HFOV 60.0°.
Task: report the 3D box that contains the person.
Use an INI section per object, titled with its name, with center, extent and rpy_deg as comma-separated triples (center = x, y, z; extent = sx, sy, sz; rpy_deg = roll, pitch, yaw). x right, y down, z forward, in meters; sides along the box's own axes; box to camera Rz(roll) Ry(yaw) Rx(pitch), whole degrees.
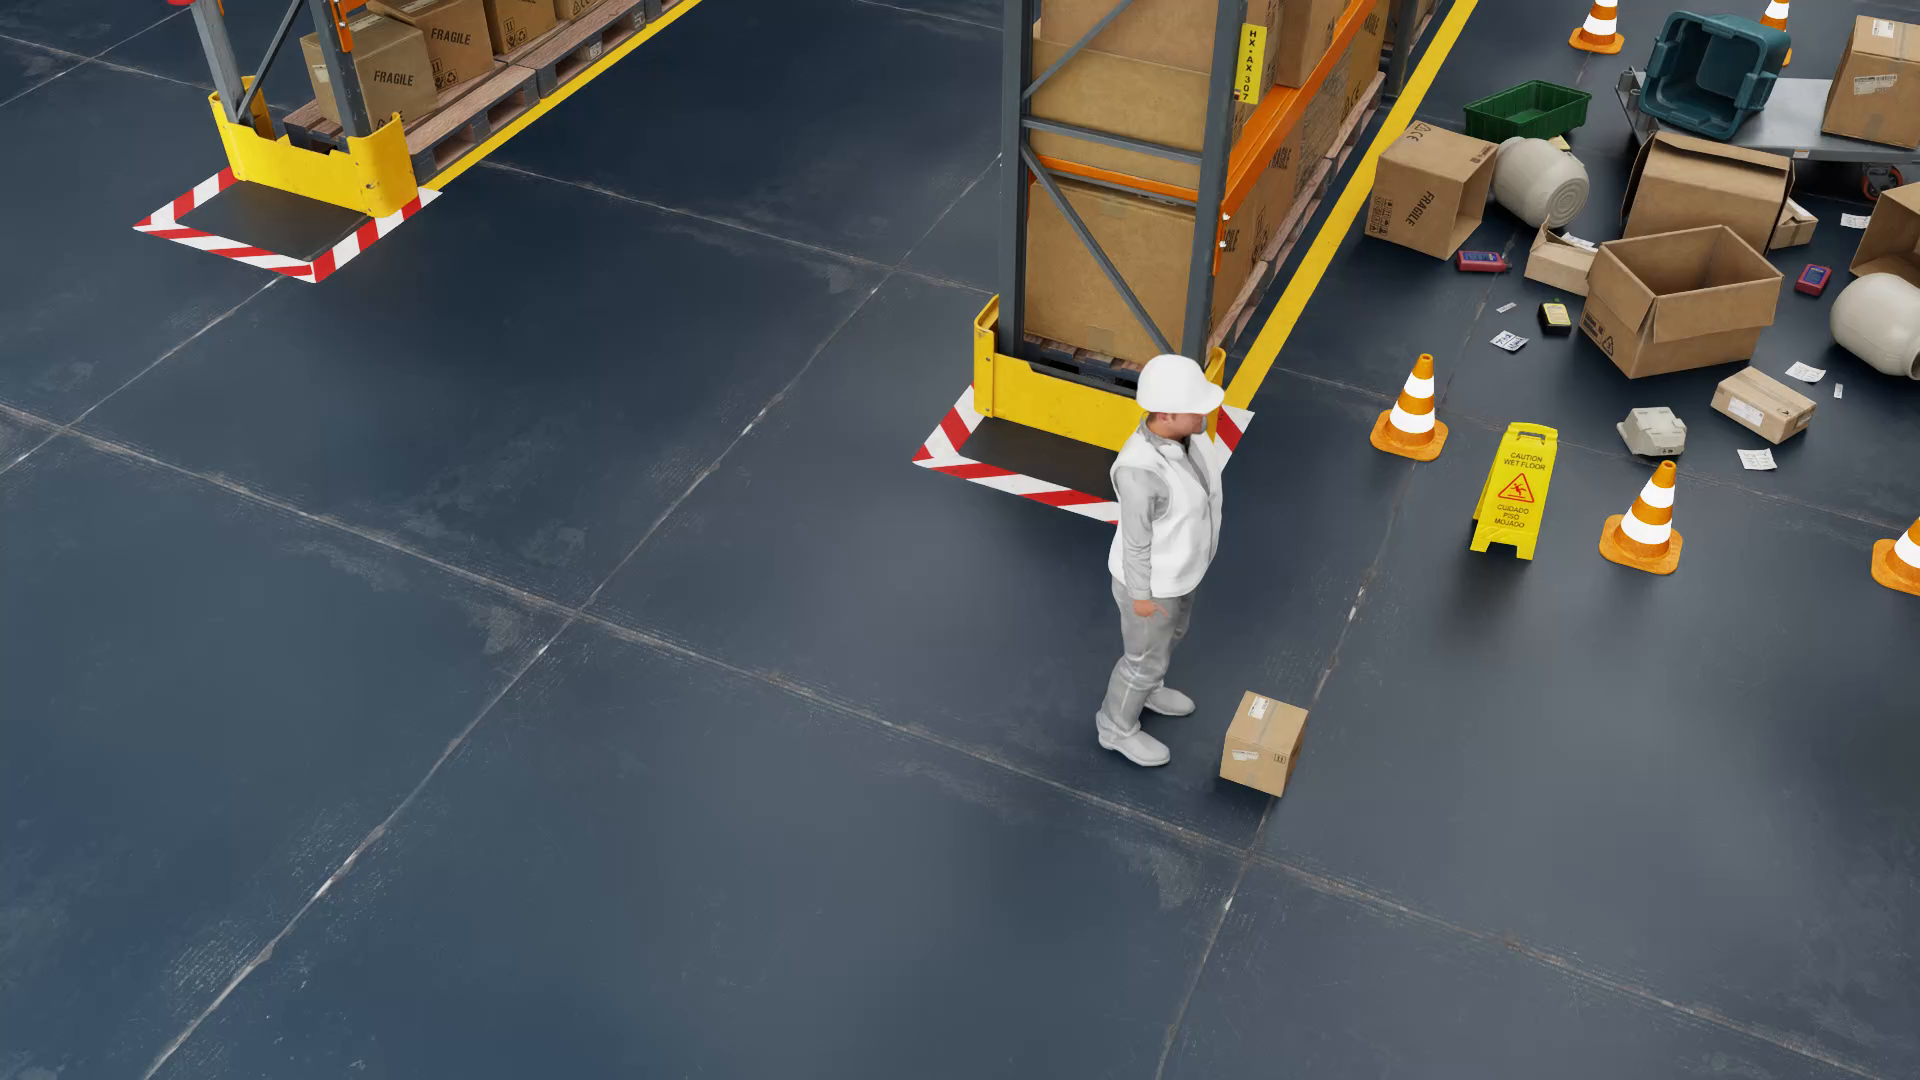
[person]
center = 0.741, 0.074, 6.063
extent = 0.359, 1.774, 0.533
rpy_deg = 18, 45, 19
